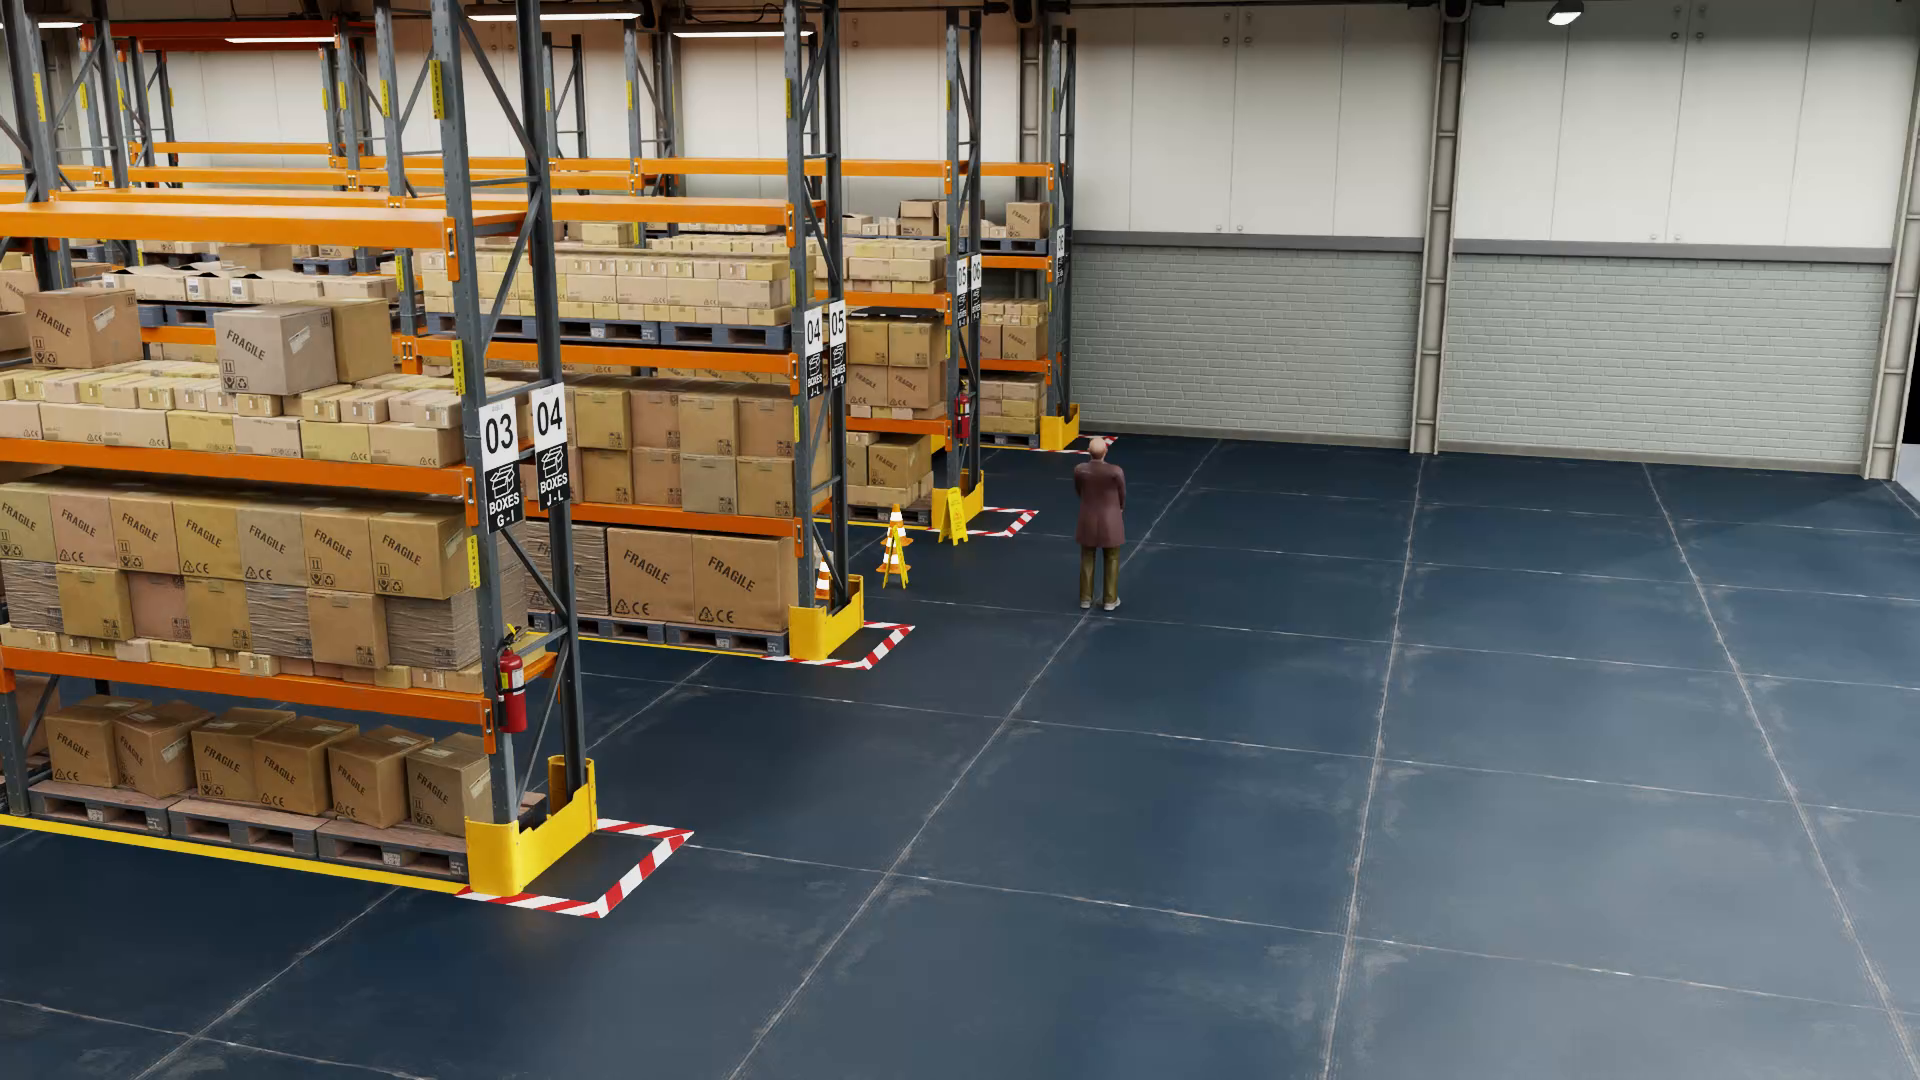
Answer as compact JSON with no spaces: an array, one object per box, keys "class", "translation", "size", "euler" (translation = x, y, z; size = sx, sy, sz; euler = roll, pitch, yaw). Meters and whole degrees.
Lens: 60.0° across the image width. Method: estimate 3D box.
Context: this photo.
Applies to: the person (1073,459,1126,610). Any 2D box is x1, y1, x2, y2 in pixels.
[{"class":"person","translation":[1.416,-0.090,16.803],"size":[0.529,1.559,0.468],"euler":[4,15,16]}]
